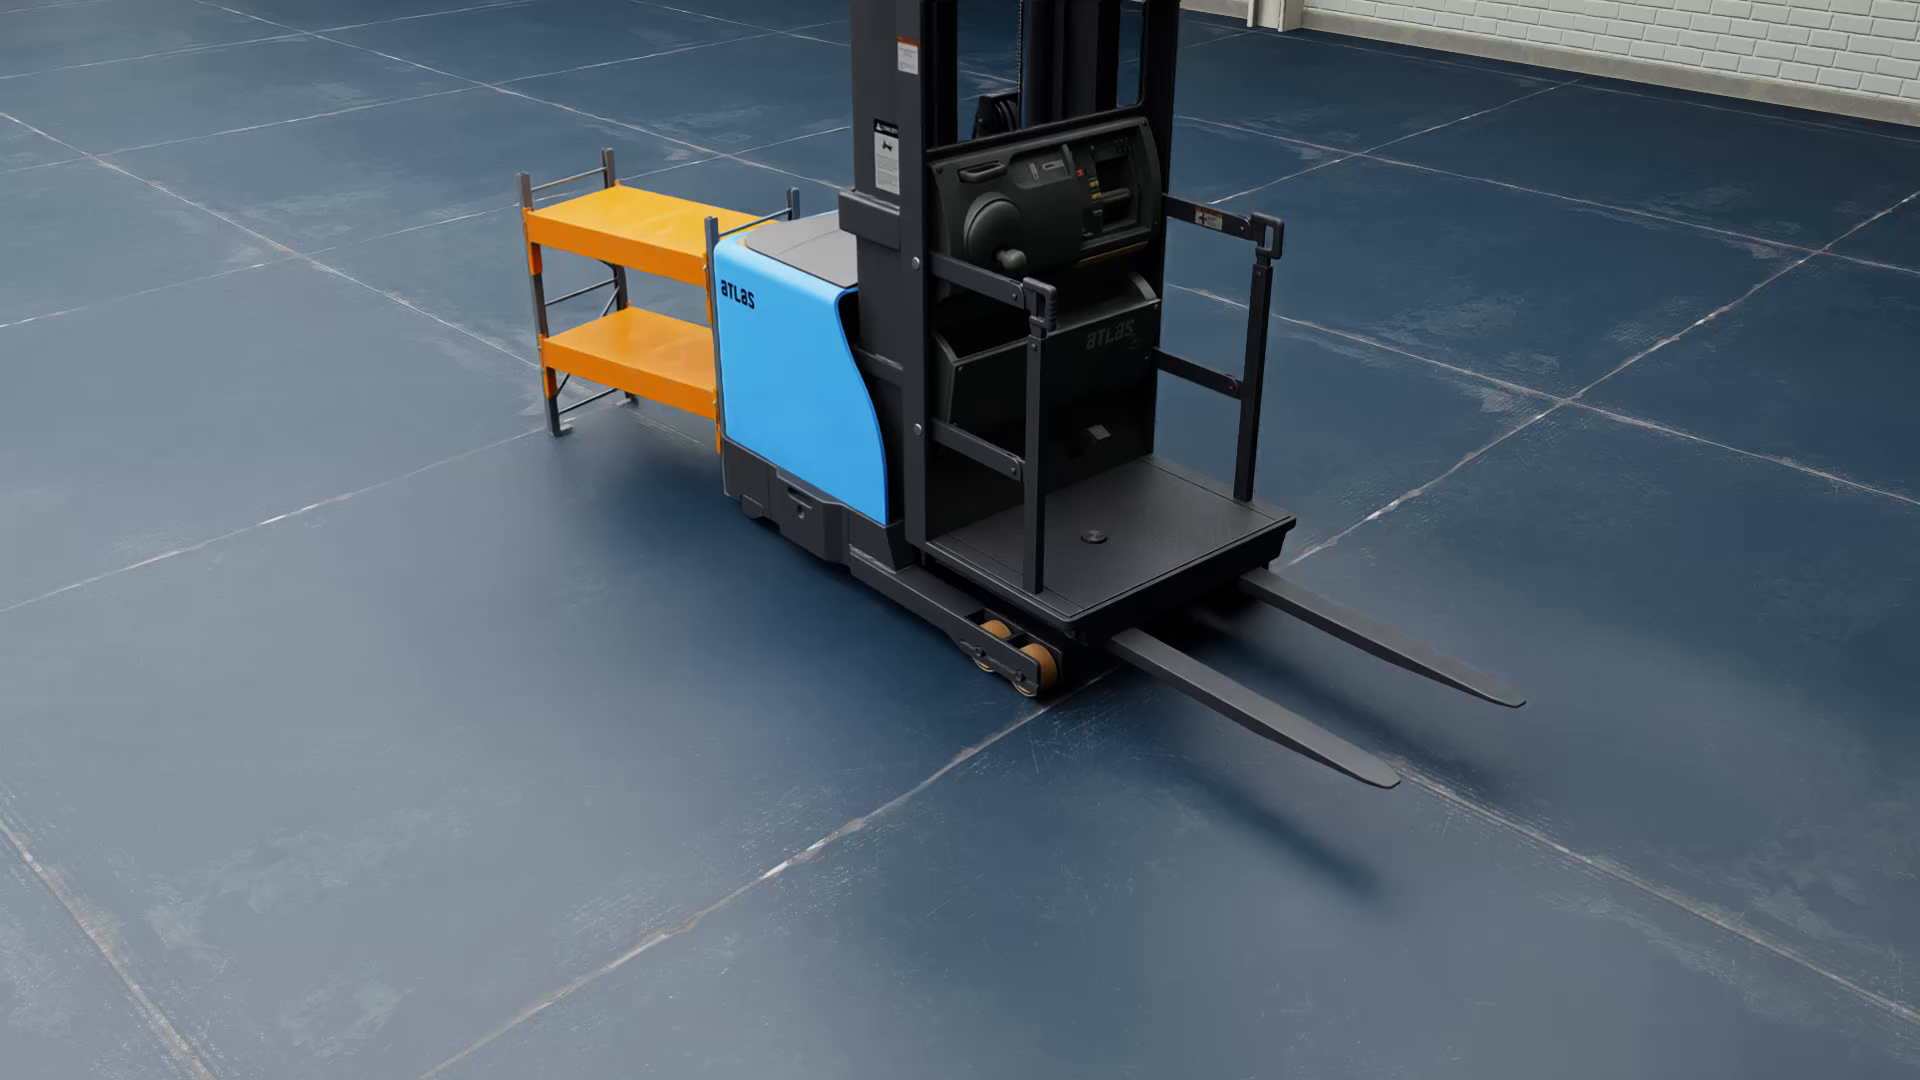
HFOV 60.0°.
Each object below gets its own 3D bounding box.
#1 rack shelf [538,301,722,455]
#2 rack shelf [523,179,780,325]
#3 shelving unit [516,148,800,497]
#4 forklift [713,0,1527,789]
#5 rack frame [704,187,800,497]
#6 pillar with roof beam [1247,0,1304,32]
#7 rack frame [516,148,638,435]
[{"bbox_3d":[-1.191,-0.688,6.876,1.000,0.278,0.538,18,33,31],"label":"rack shelf"},{"bbox_3d":[-1.191,-1.164,6.626,1.000,0.278,0.538,18,33,31],"label":"rack shelf"},{"bbox_3d":[-1.191,-0.905,6.762,1.048,1.125,0.538,18,33,31],"label":"shelving unit"},{"bbox_3d":[0.429,-1.064,5.125,1.130,2.935,3.031,-22,35,-35],"label":"forklift"},{"bbox_3d":[-0.778,-0.767,6.500,0.032,1.125,0.500,18,33,31],"label":"rack frame"},{"bbox_3d":[-0.156,-7.232,10.334,0.400,9.000,9.100,25,36,38],"label":"pillar with roof beam"},{"bbox_3d":[-1.604,-1.043,7.024,0.032,1.125,0.500,18,33,31],"label":"rack frame"}]
